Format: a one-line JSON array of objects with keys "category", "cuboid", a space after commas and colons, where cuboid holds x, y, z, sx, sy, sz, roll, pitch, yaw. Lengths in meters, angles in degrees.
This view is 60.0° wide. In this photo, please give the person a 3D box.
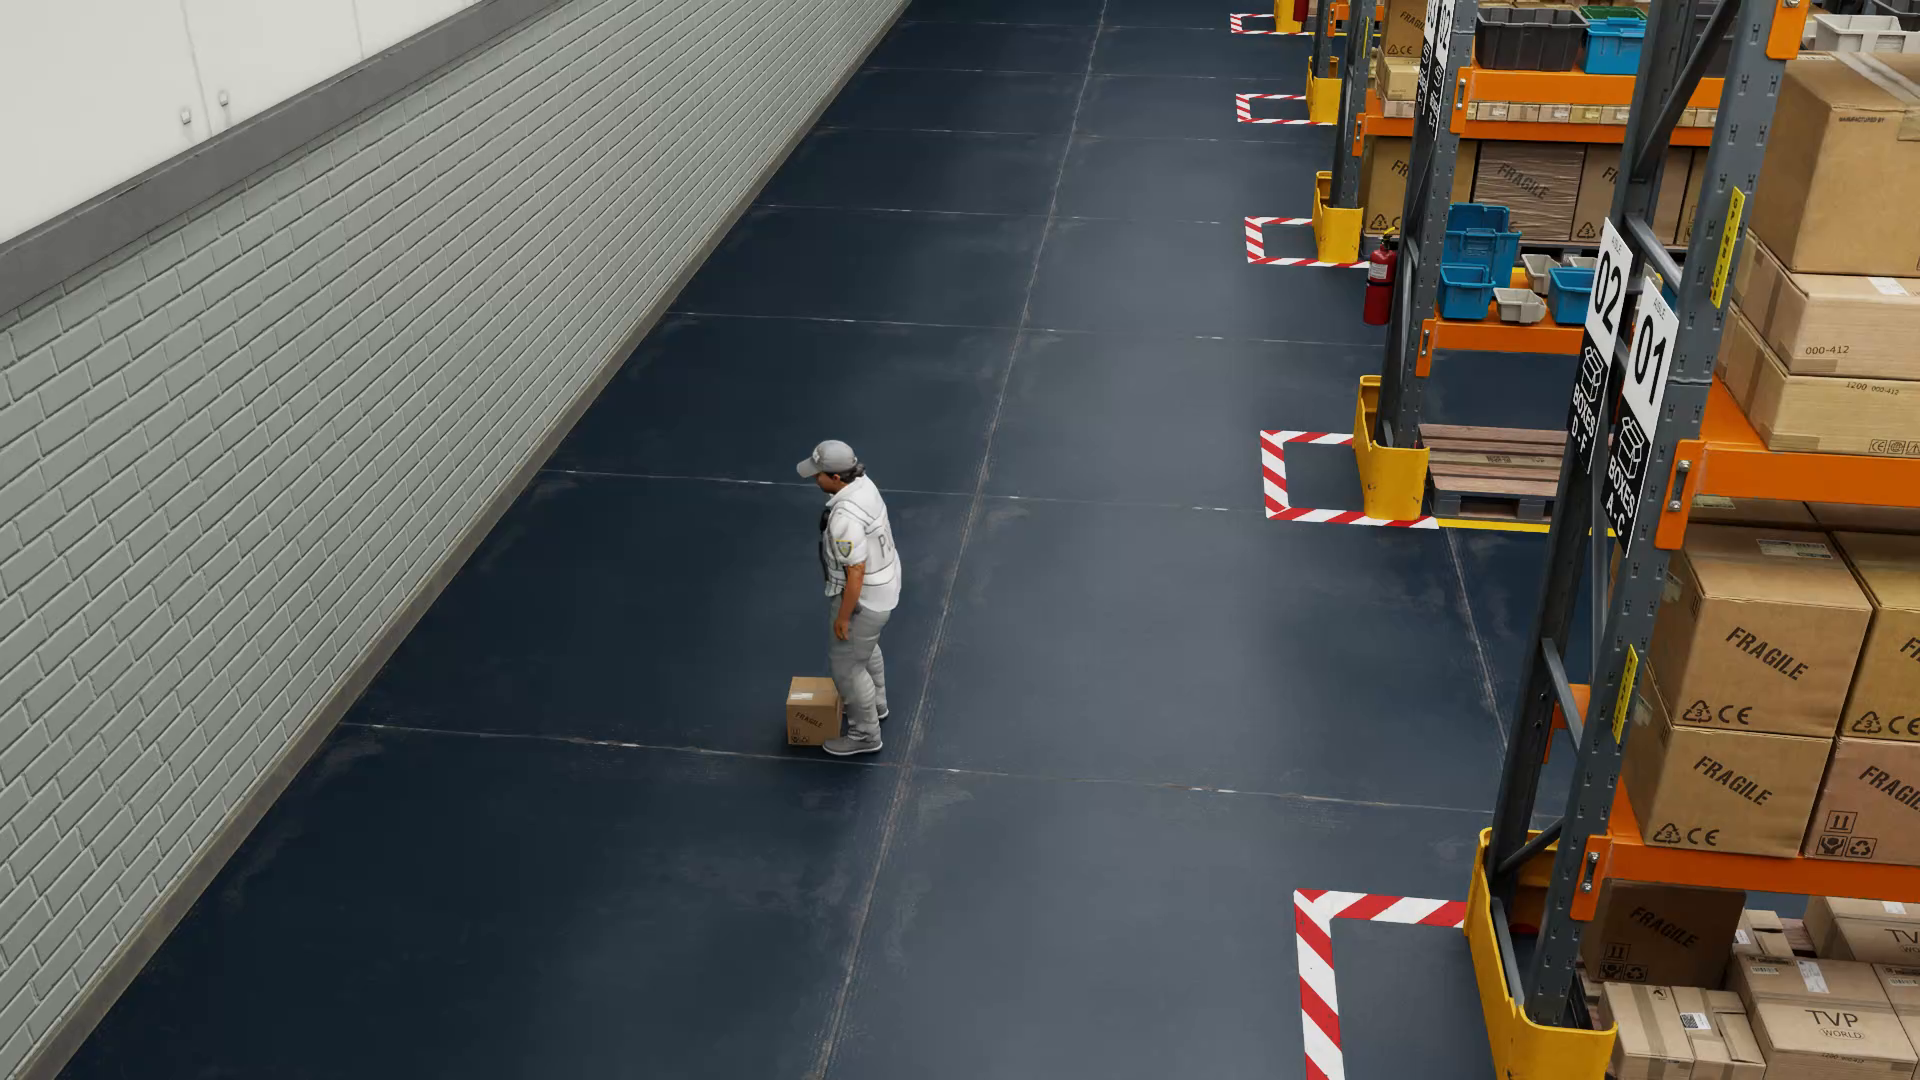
[{"category": "person", "cuboid": [-0.528, 0.263, 8.133, 0.473, 1.666, 0.548, 3, 29, 5]}]
